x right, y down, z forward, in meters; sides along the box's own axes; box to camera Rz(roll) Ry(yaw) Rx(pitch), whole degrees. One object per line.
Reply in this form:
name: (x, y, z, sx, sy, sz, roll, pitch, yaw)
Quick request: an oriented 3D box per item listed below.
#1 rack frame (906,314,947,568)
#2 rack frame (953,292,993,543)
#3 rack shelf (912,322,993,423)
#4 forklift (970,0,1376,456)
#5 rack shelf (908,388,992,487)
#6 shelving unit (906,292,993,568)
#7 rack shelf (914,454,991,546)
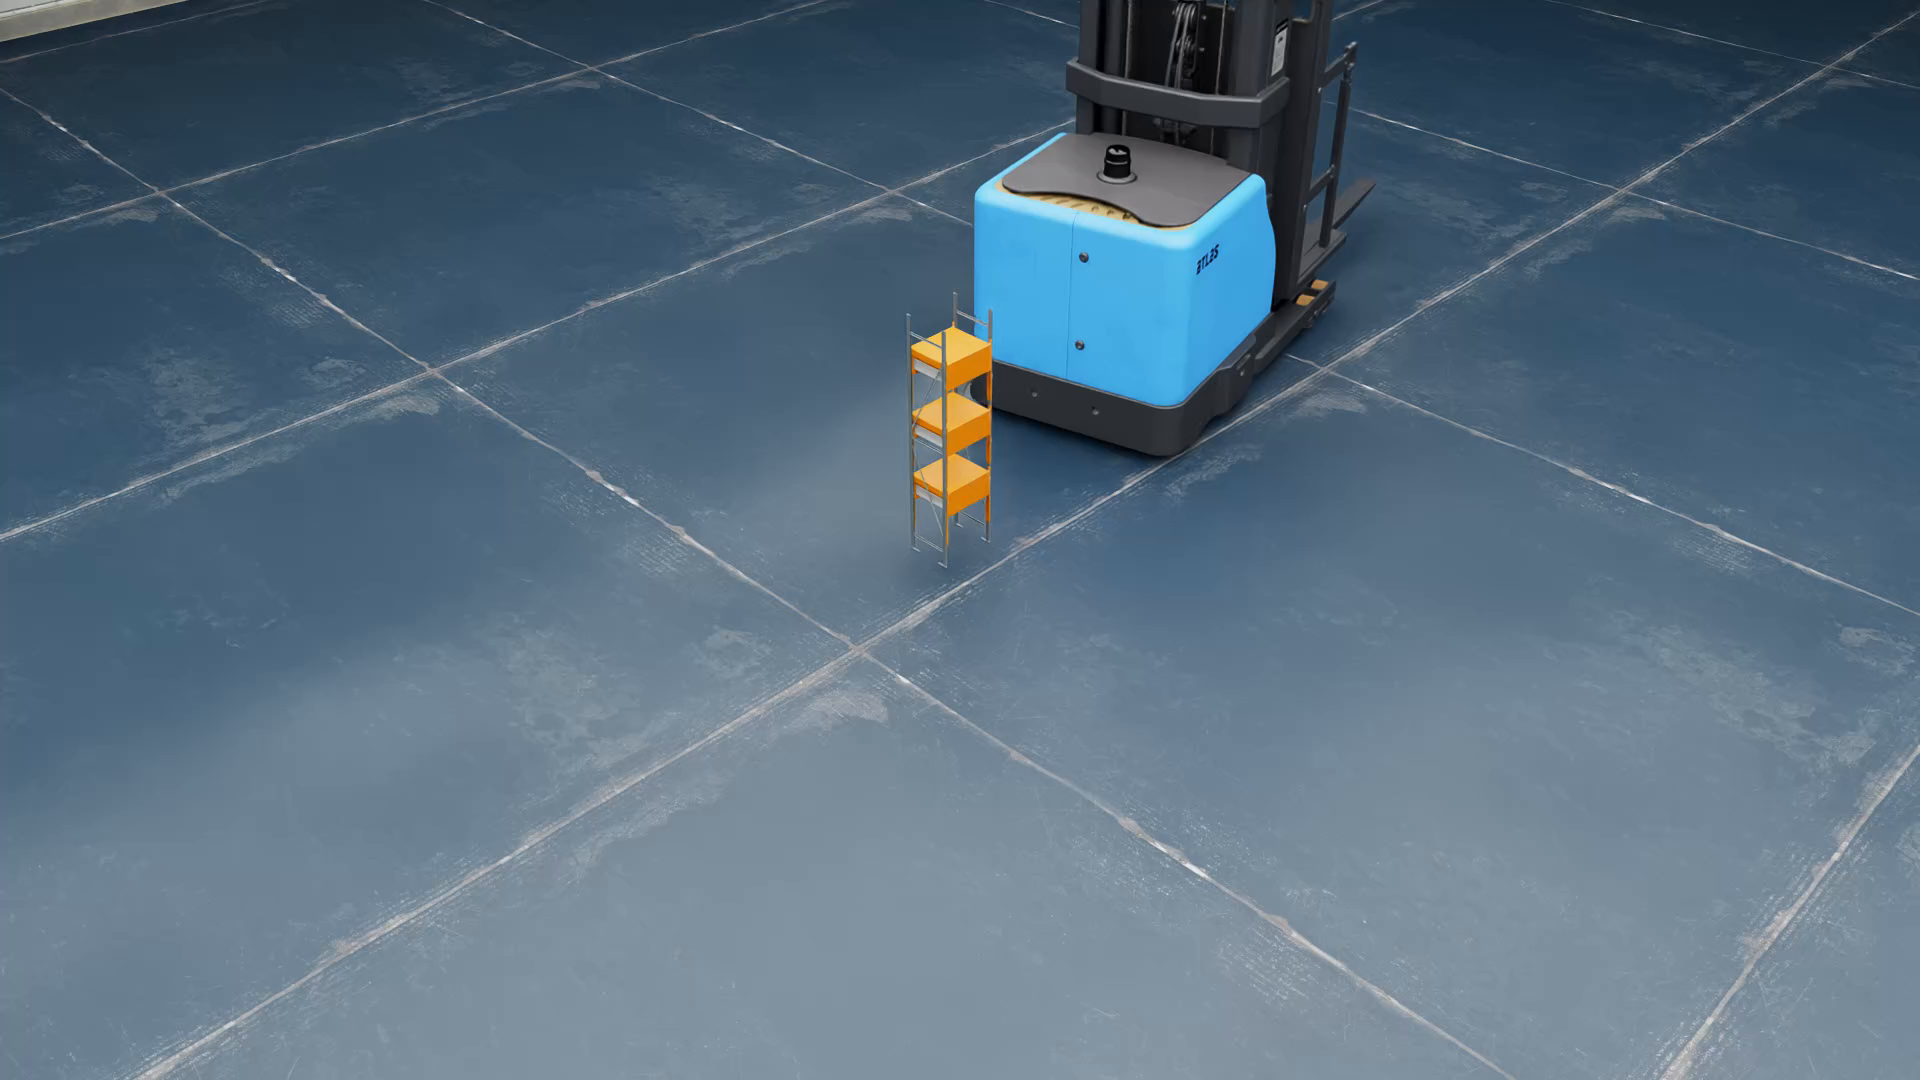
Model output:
rack frame: (-0.124, -0.359, 6.348, 0.200, 1.050, 0.008, 30, 45, 35)
rack frame: (0.048, -0.458, 6.490, 0.200, 1.050, 0.008, 30, 45, 35)
rack shelf: (-0.038, -0.633, 6.262, 0.215, 0.259, 0.240, 30, 45, 35)
forklift: (1.238, -2.377, 7.595, 1.130, 2.935, 3.031, 19, 39, 25)
rack shelf: (-0.038, -0.400, 6.425, 0.215, 0.259, 0.240, 30, 45, 35)
shelving unit: (-0.038, -0.409, 6.419, 0.215, 1.050, 0.252, 30, 45, 35)
rack shelf: (-0.038, -0.172, 6.584, 0.215, 0.259, 0.240, 30, 45, 35)
